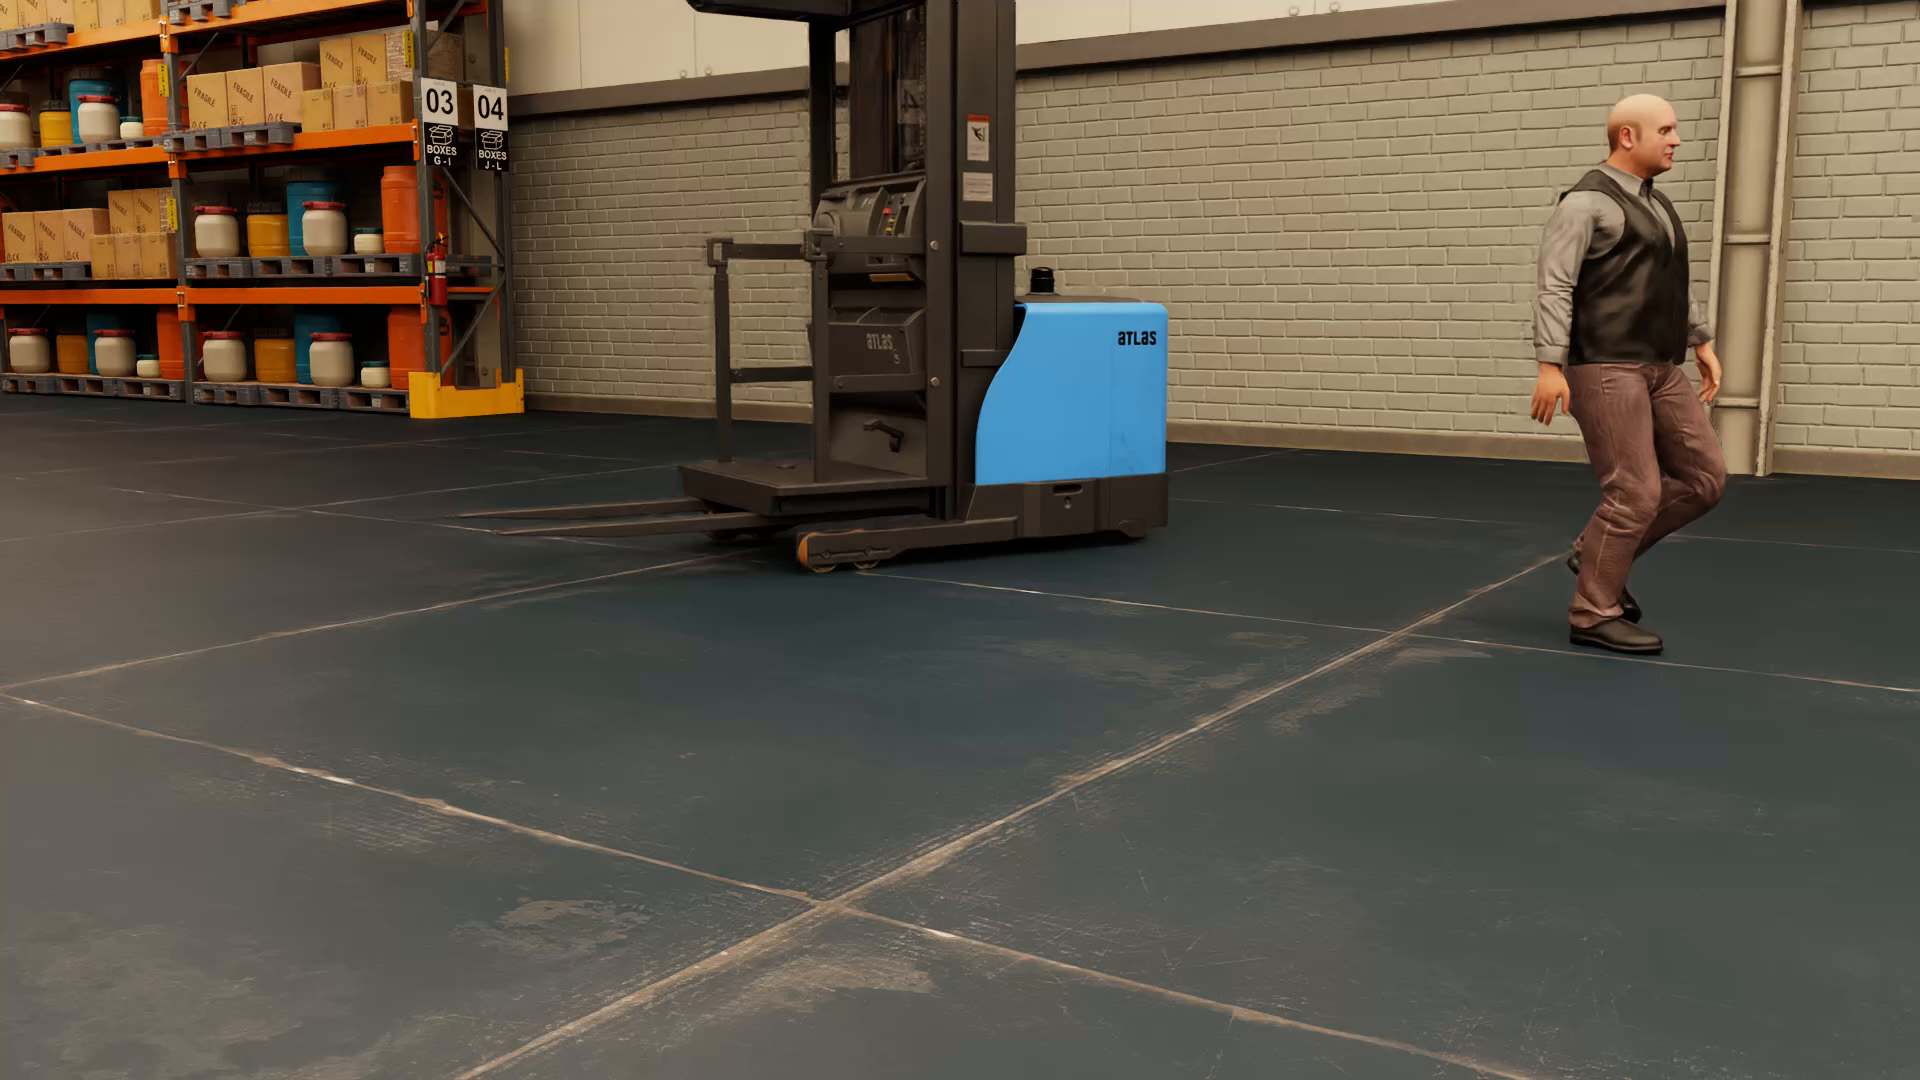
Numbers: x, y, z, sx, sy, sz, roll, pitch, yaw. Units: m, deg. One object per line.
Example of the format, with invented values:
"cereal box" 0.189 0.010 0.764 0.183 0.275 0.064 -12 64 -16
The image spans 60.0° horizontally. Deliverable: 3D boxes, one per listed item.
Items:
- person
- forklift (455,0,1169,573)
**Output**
"person" 2.092 -0.515 5.183 0.699 1.702 0.473 -8 11 -43
"forklift" -0.580 -1.402 7.055 3.031 2.935 1.130 -5 9 -31
